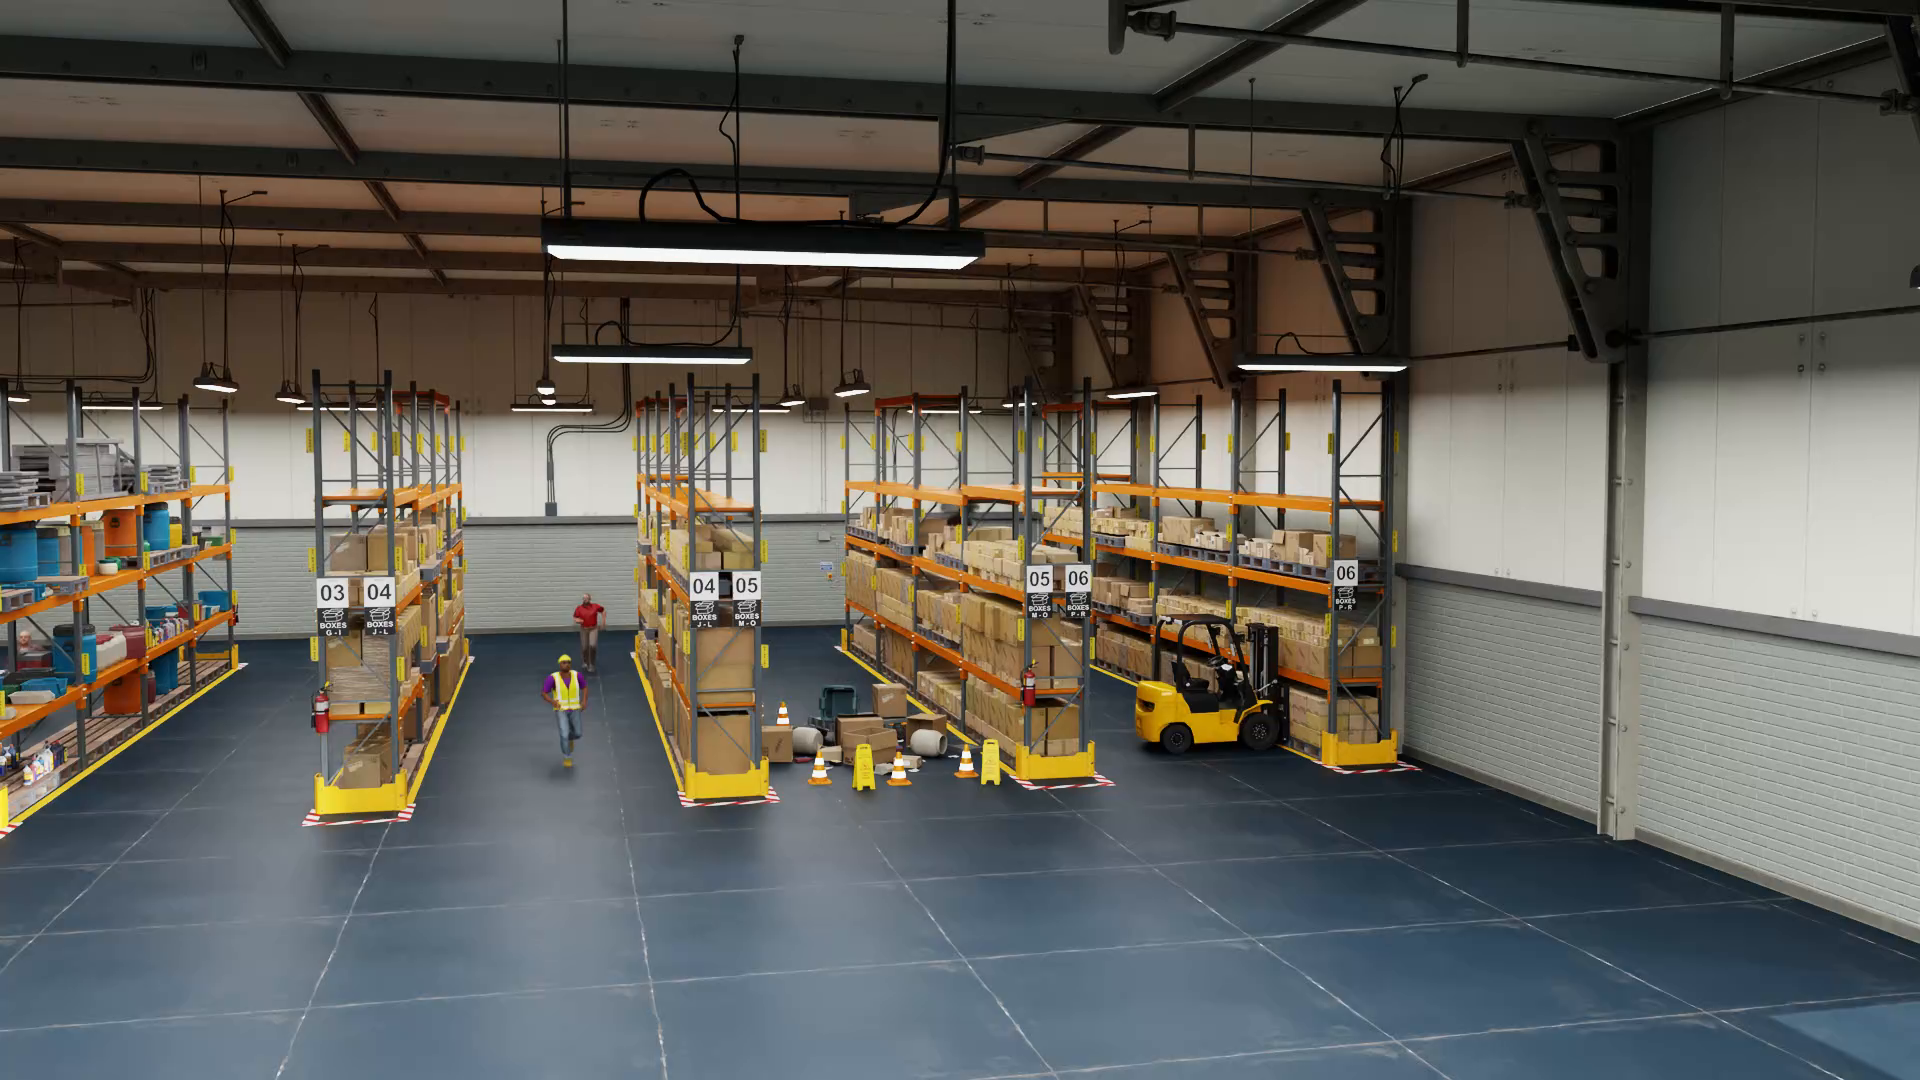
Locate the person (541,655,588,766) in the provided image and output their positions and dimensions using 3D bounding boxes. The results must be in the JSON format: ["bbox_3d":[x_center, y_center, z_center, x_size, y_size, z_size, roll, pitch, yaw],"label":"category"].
[{"bbox_3d":[-6.171,2.647,26.017,0.748,1.722,0.584,-2,4,-30],"label":"person"}]

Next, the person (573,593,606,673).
[{"bbox_3d":[-8.141,2.042,36.517,0.675,1.750,0.894,0,3,-5],"label":"person"}]

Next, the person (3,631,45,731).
[{"bbox_3d":[-16.332,2.456,29.063,0.705,1.727,0.661,-1,3,-19],"label":"person"}]
